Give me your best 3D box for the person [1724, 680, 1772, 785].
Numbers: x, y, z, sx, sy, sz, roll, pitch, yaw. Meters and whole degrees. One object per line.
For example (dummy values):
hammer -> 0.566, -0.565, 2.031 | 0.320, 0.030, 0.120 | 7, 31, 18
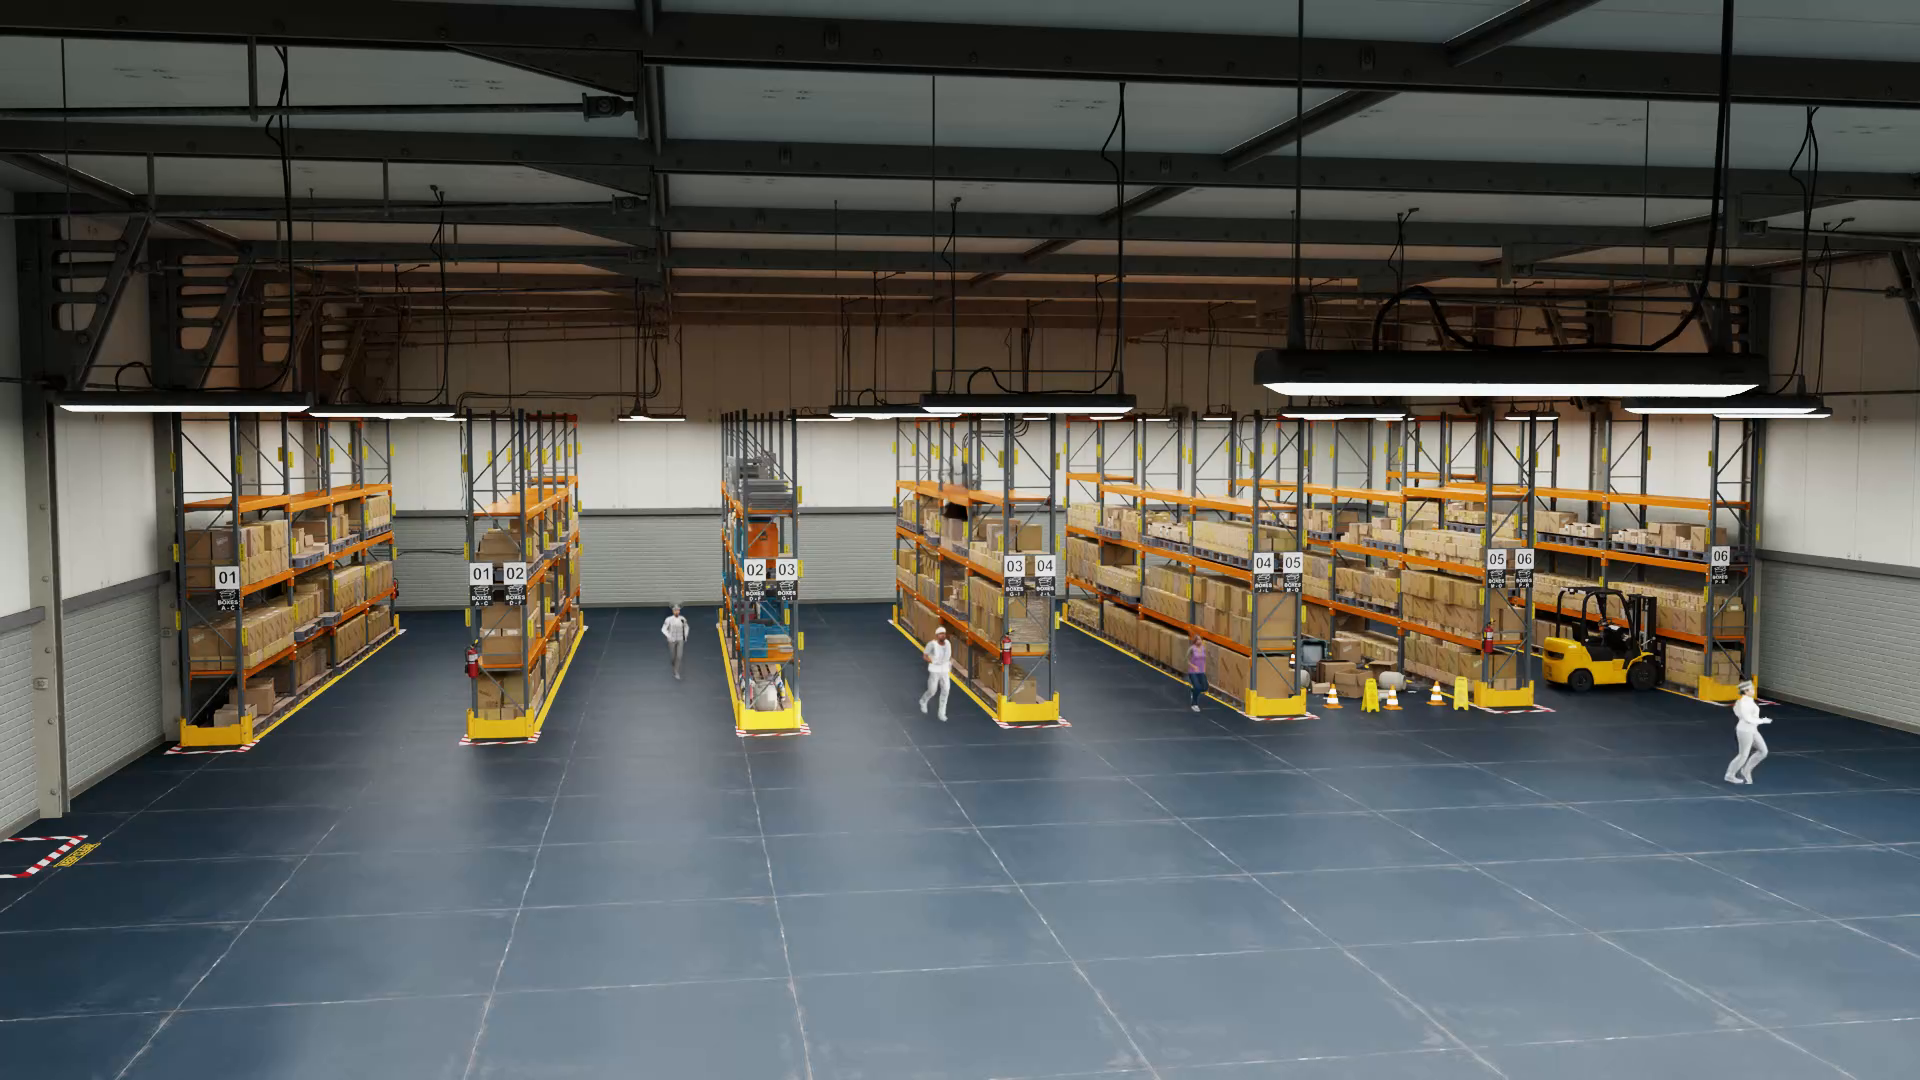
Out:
person -> 12.470, 3.045, 26.284 | 0.661, 1.680, 0.583 | 3, 5, 36

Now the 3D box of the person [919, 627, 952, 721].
person -> -0.423, 2.580, 32.401 | 0.694, 1.788, 0.885 | -2, 5, -29

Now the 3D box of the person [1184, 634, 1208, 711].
person -> 4.722, 2.641, 33.187 | 0.525, 1.543, 0.555 | -2, 4, -23

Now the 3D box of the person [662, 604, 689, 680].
person -> -6.414, 2.275, 37.546 | 0.623, 1.688, 0.785 | -1, 4, -15
